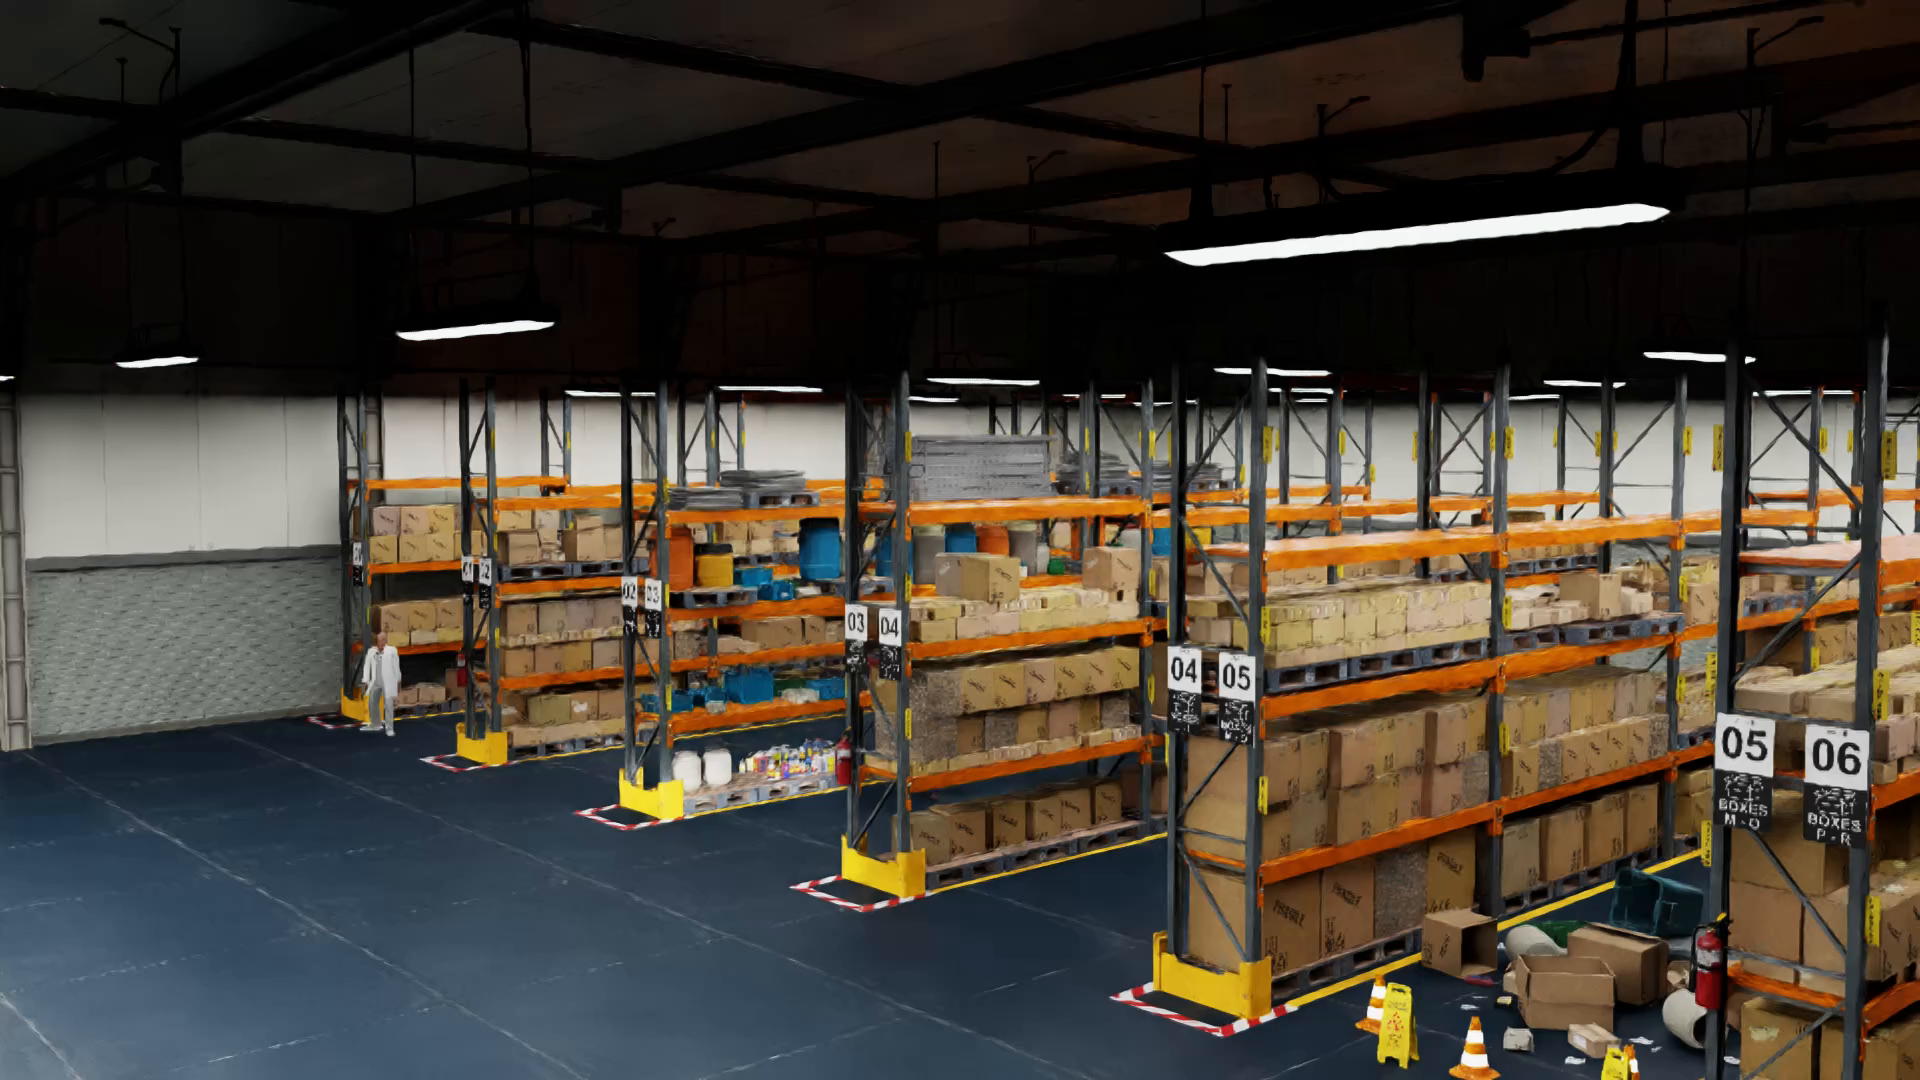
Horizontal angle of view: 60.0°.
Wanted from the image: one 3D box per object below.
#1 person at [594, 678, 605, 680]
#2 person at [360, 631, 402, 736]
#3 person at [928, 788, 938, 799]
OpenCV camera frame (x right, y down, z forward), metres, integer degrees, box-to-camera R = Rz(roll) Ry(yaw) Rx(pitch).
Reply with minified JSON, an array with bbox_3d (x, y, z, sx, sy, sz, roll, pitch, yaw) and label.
[{"bbox_3d":[-6.637,2.311,30.692,0.700,1.658,0.863,2,4,31],"label":"person"},{"bbox_3d":[-9.900,2.425,28.284,0.777,1.774,0.512,0,4,4],"label":"person"},{"bbox_3d":[-0.457,2.821,23.572,0.661,1.584,0.805,2,4,30],"label":"person"}]
